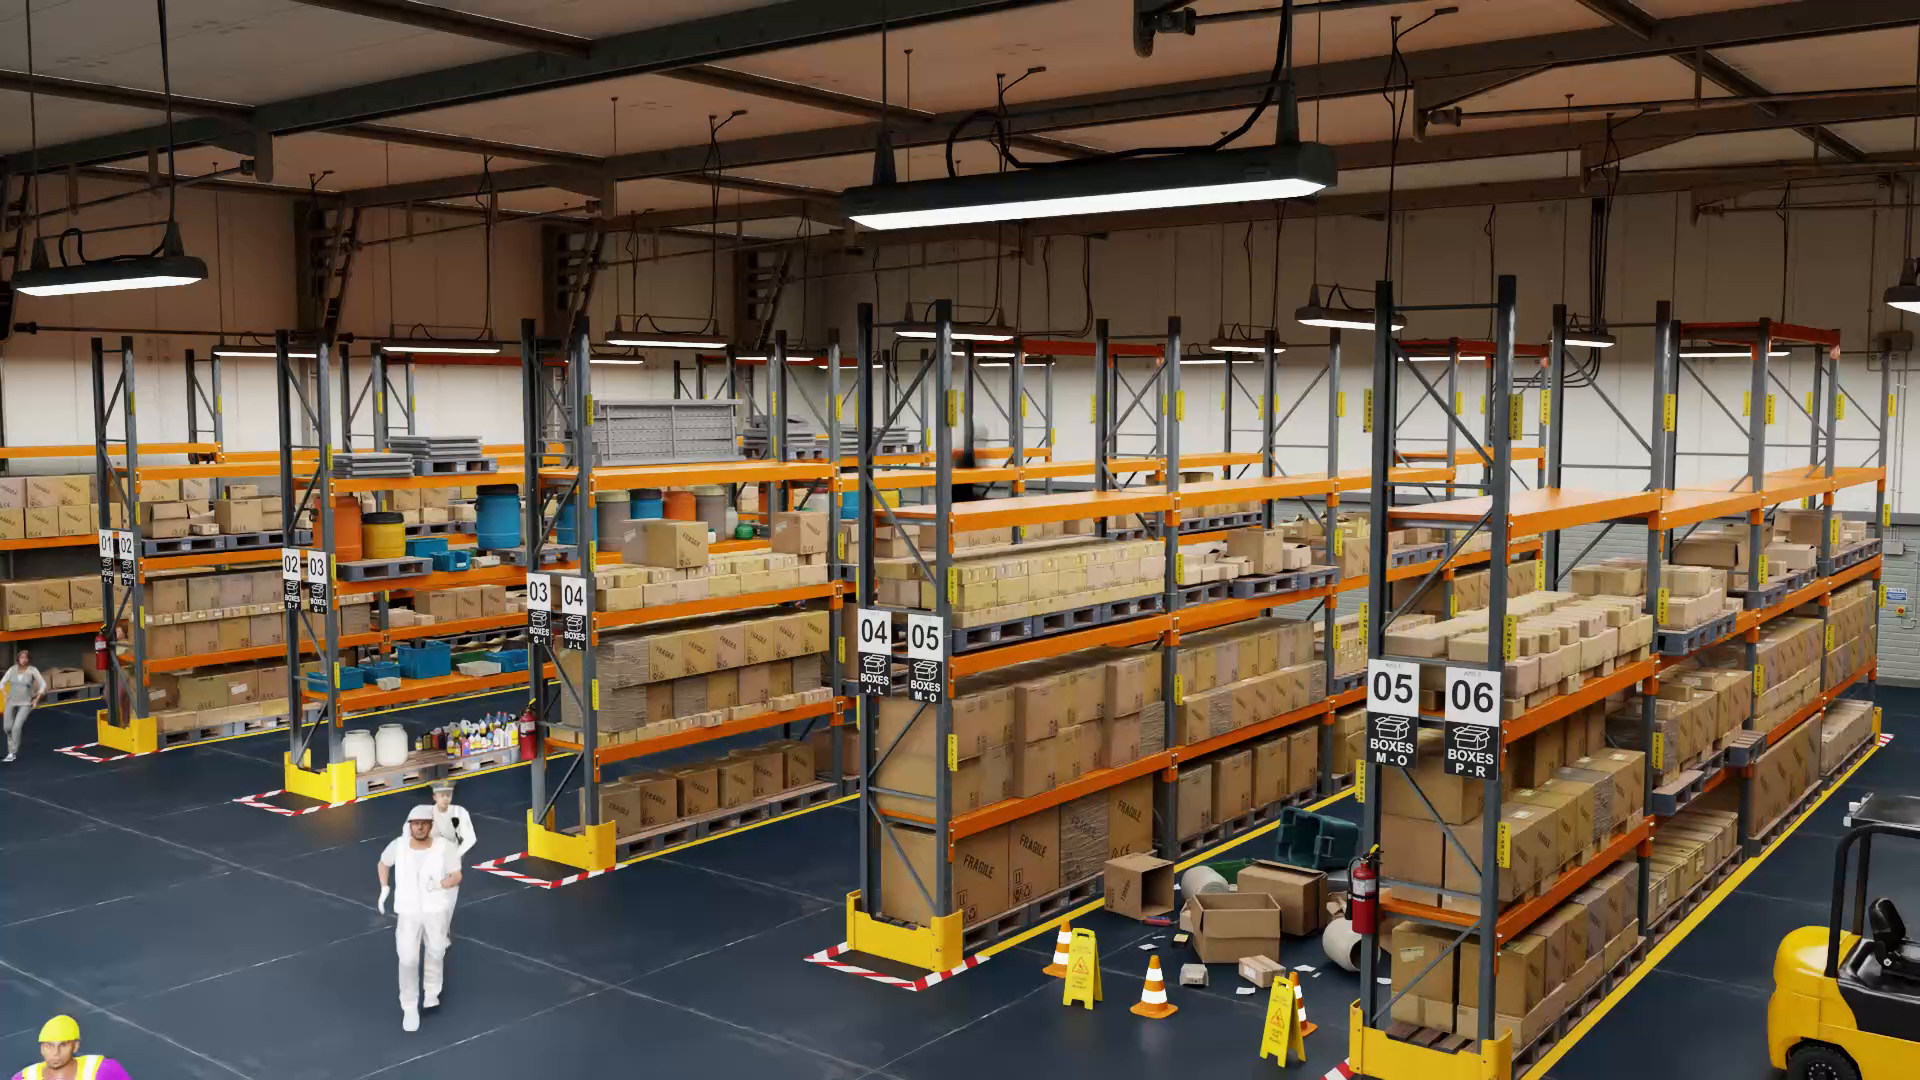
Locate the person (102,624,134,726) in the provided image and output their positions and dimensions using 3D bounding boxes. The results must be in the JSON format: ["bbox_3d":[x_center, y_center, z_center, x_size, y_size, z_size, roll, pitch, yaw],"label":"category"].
[{"bbox_3d":[-13.009,2.113,25.823,0.567,1.621,0.546,2,5,22],"label":"person"}]

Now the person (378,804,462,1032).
[{"bbox_3d":[-4.436,3.089,13.690,0.659,1.832,0.758,-2,5,-19],"label":"person"}]

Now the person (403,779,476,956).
[{"bbox_3d":[-4.778,3.017,15.327,0.613,1.690,0.679,-2,5,-25],"label":"person"}]

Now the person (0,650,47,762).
[{"bbox_3d":[-13.333,2.333,23.675,0.600,1.555,0.645,-2,5,-18],"label":"person"}]

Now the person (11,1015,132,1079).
[{"bbox_3d":[-5.014,3.496,9.379,0.733,1.716,0.602,-2,5,-21],"label":"person"}]
